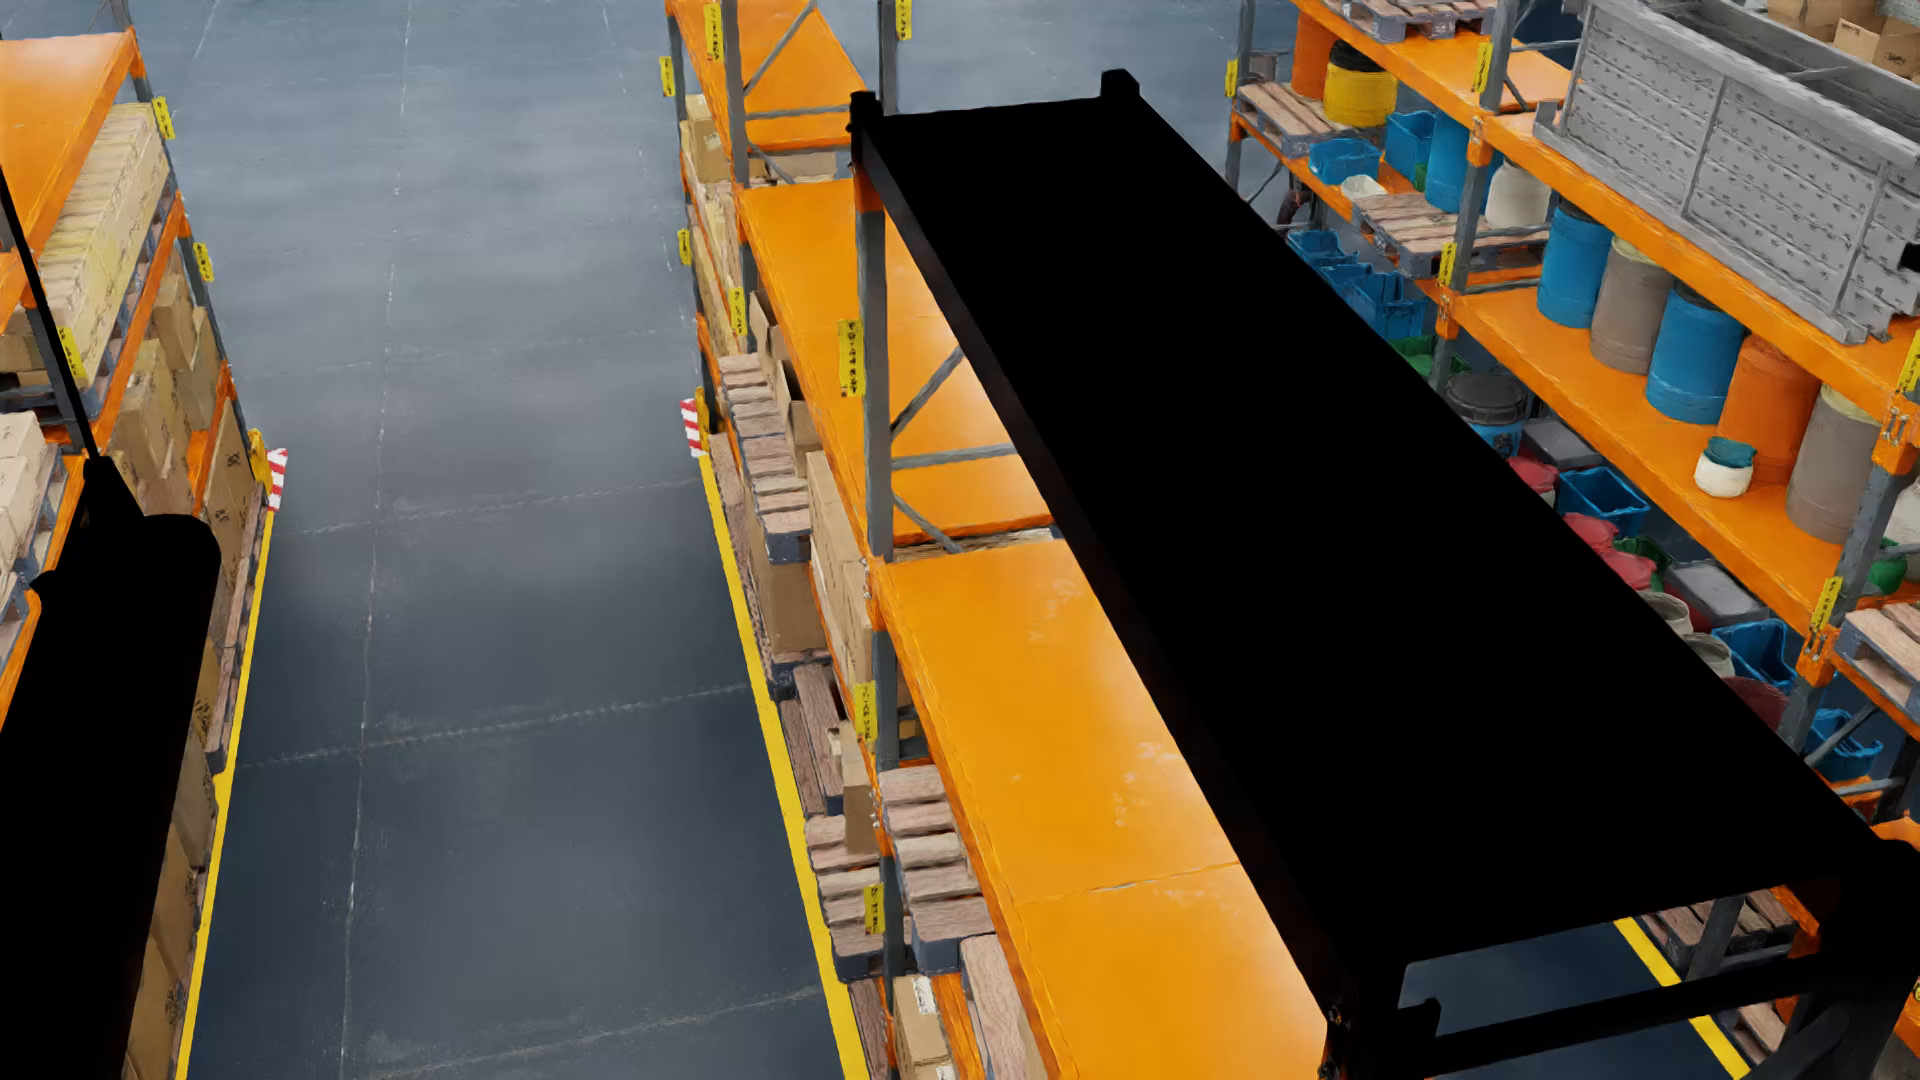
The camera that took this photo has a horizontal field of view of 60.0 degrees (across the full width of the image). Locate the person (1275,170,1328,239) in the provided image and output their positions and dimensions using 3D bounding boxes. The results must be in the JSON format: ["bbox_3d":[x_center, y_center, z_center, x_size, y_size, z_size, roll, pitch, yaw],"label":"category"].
[{"bbox_3d":[3.814,-3.902,18.302,0.538,1.664,1.026,-13,37,-18],"label":"person"}]
